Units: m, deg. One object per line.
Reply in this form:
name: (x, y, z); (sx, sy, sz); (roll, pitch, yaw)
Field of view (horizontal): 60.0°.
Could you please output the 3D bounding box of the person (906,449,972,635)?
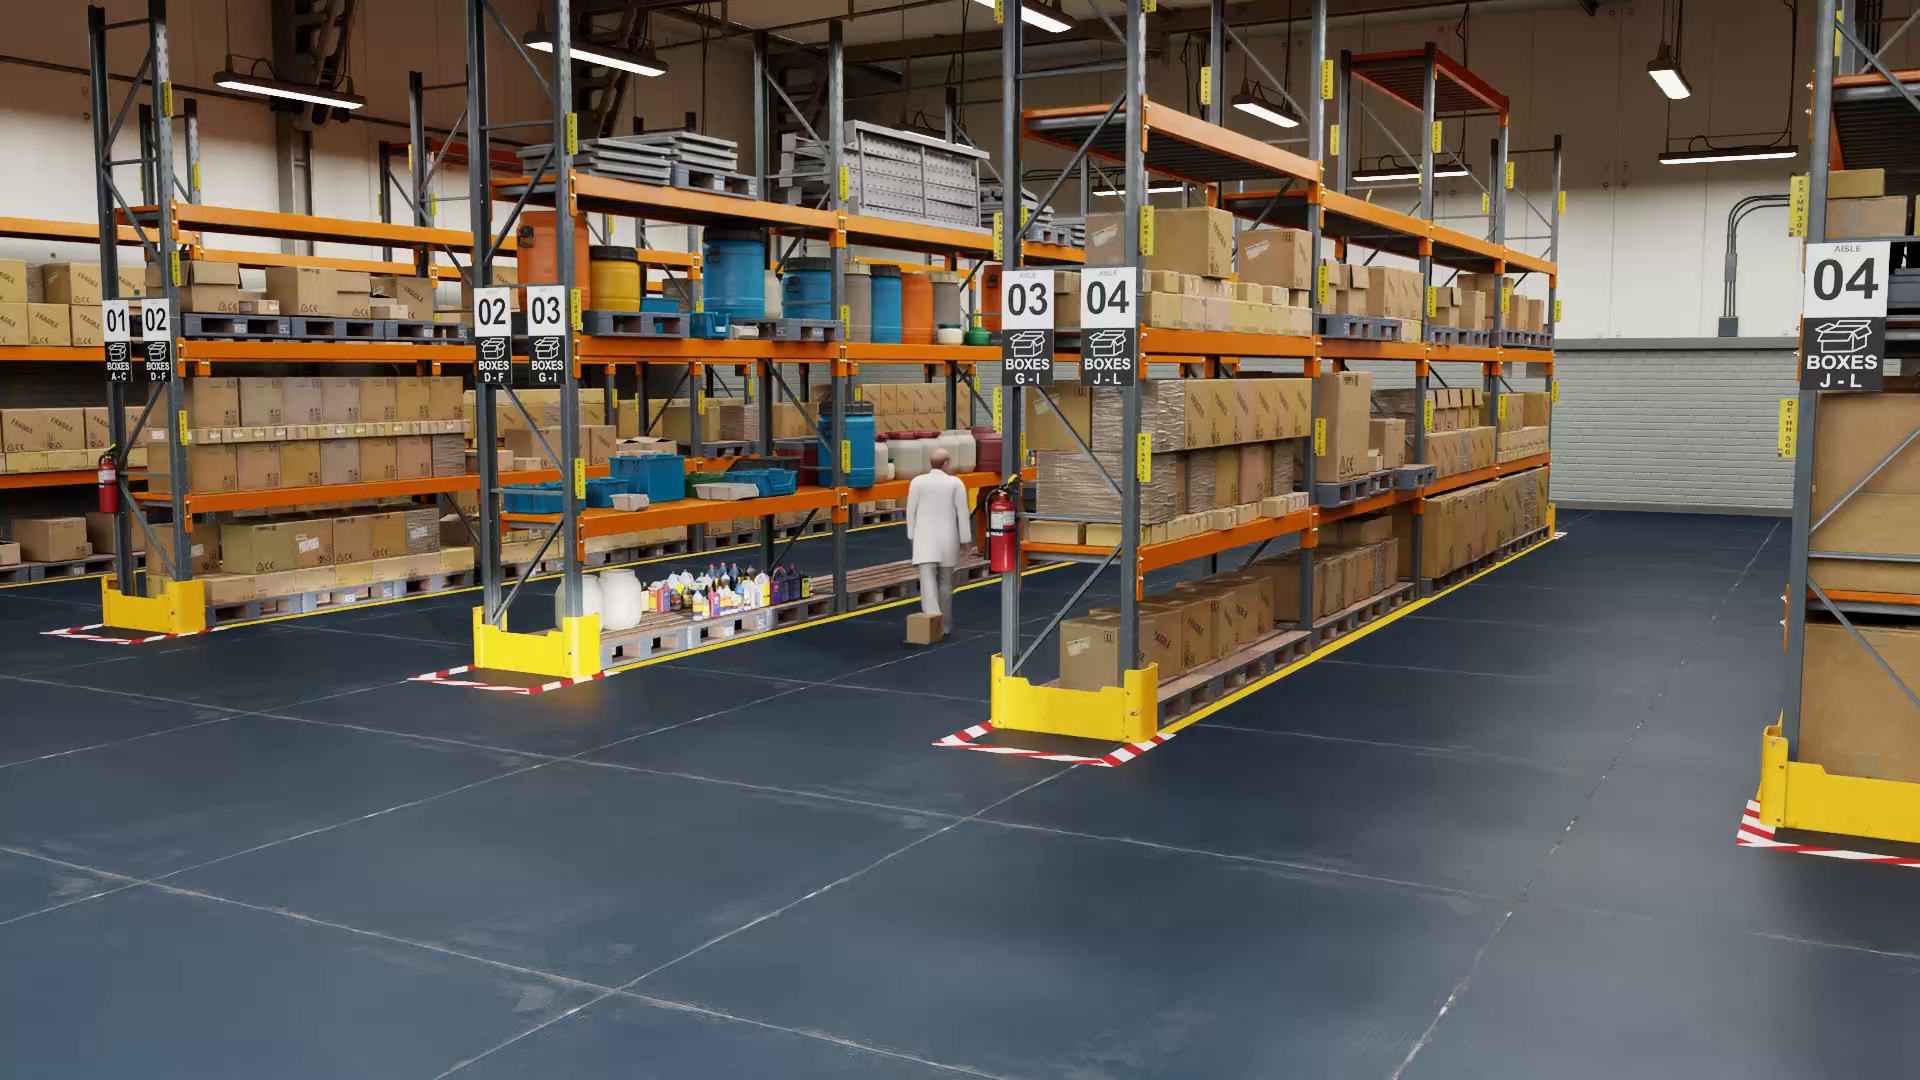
person: (-0.203, 0.022, 15.799); (0.620, 1.775, 0.714); (-1, 6, -8)
